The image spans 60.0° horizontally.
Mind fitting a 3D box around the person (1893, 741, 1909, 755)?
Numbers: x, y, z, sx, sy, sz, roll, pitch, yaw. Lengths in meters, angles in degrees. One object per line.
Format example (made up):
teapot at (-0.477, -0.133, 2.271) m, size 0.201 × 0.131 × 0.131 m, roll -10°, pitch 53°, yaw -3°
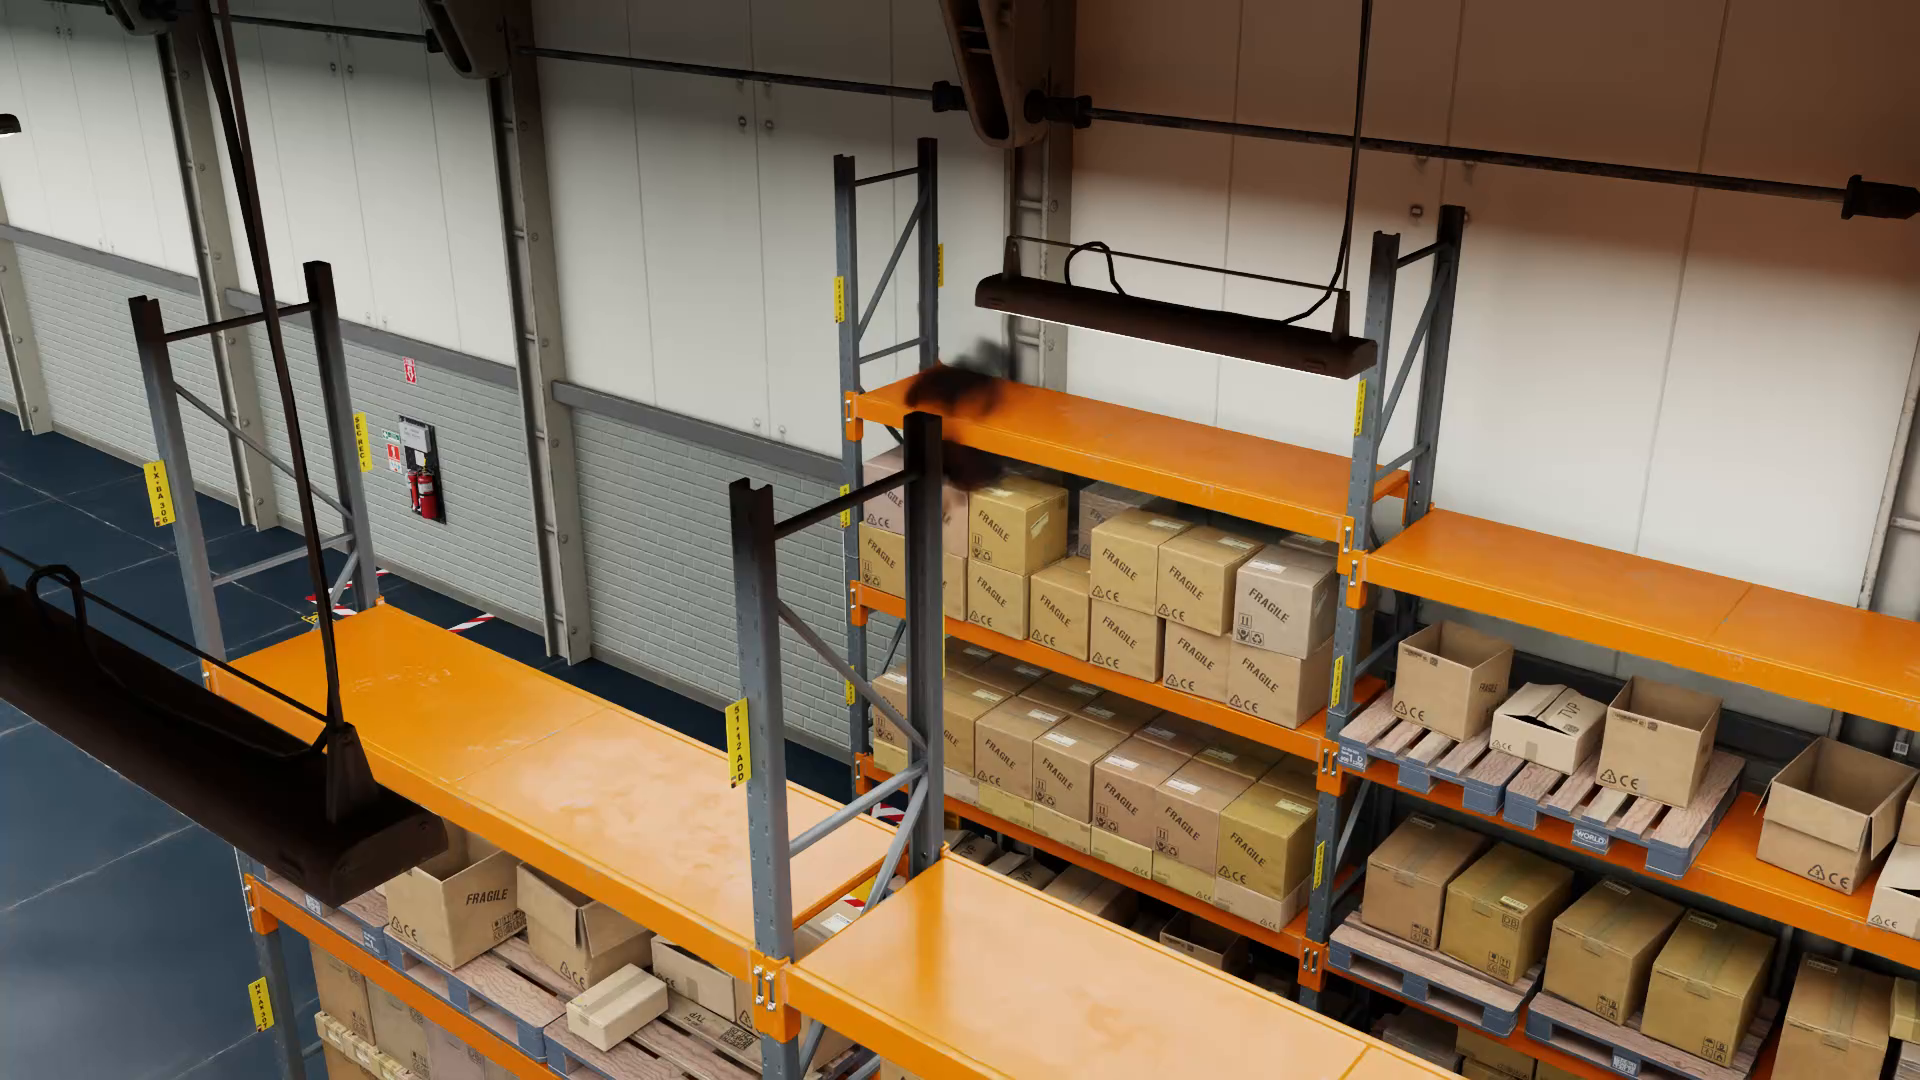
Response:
person at (-0.032, 6.436, 0.907) m, size 13.243 × 3.380 × 22.124 m, roll 11°, pitch 25°, yaw 24°
